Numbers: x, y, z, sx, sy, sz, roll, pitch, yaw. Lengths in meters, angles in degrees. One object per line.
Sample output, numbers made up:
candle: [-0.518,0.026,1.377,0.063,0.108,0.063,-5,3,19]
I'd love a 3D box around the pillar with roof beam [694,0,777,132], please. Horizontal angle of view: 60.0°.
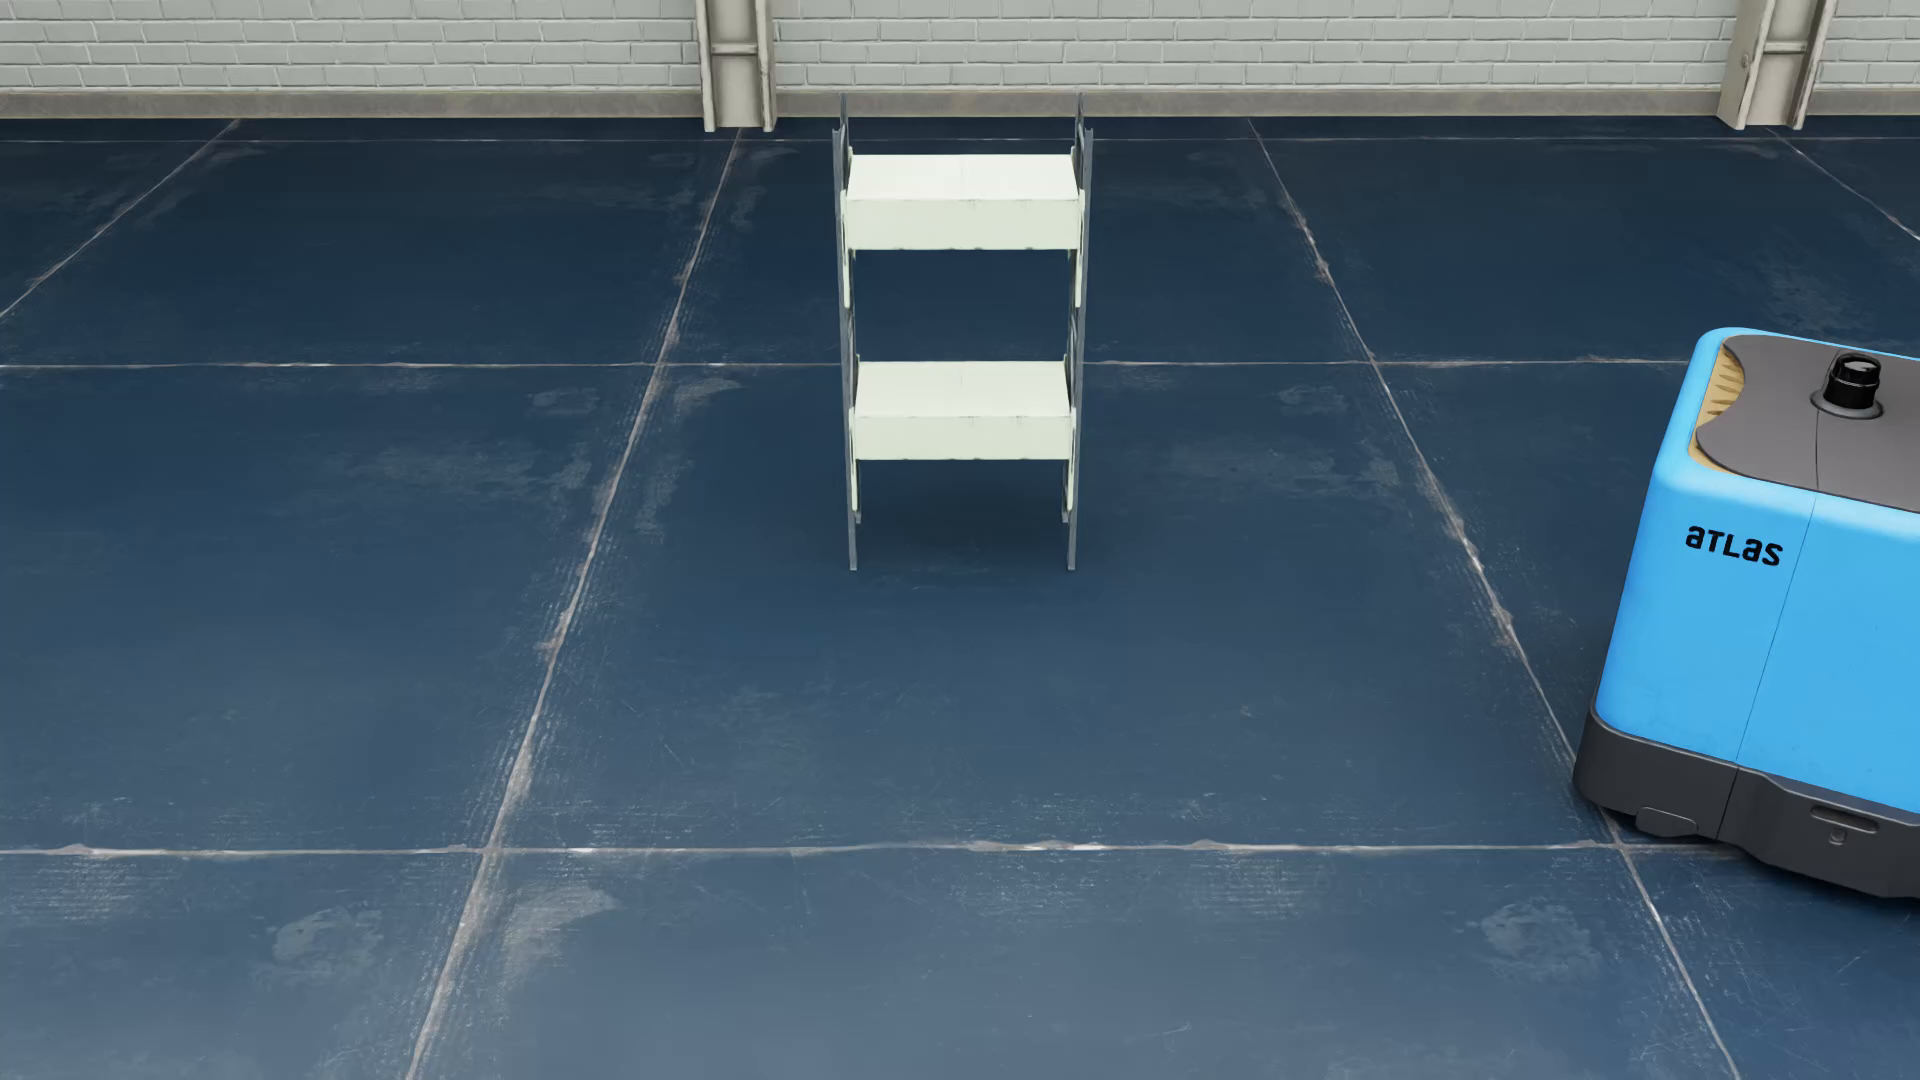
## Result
pillar with roof beam: [-1.261,-4.069,3.781,0.400,9.000,9.100,0,31,0]

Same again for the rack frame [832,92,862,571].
rack frame: [-0.359,-0.640,5.359,0.023,1.500,0.400,0,31,0]

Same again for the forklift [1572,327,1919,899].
forklift: [3.216,-0.379,3.549,3.031,2.935,1.130,15,34,23]

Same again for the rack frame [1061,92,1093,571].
rack frame: [0.373,-0.642,5.363,0.023,1.500,0.400,0,31,0]

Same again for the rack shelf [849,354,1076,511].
rack shelf: [0.007,-0.363,5.530,0.720,0.370,0.431,0,31,0]

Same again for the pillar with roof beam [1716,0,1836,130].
pillar with roof beam: [4.739,-4.087,3.811,0.400,9.000,9.100,0,31,0]

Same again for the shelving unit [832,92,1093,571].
shelving unit: [0.007,-0.641,5.361,0.755,1.500,0.431,0,31,0]

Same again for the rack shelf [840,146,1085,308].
rack shelf: [0.007,-0.975,5.159,0.720,0.370,0.431,0,31,0]
